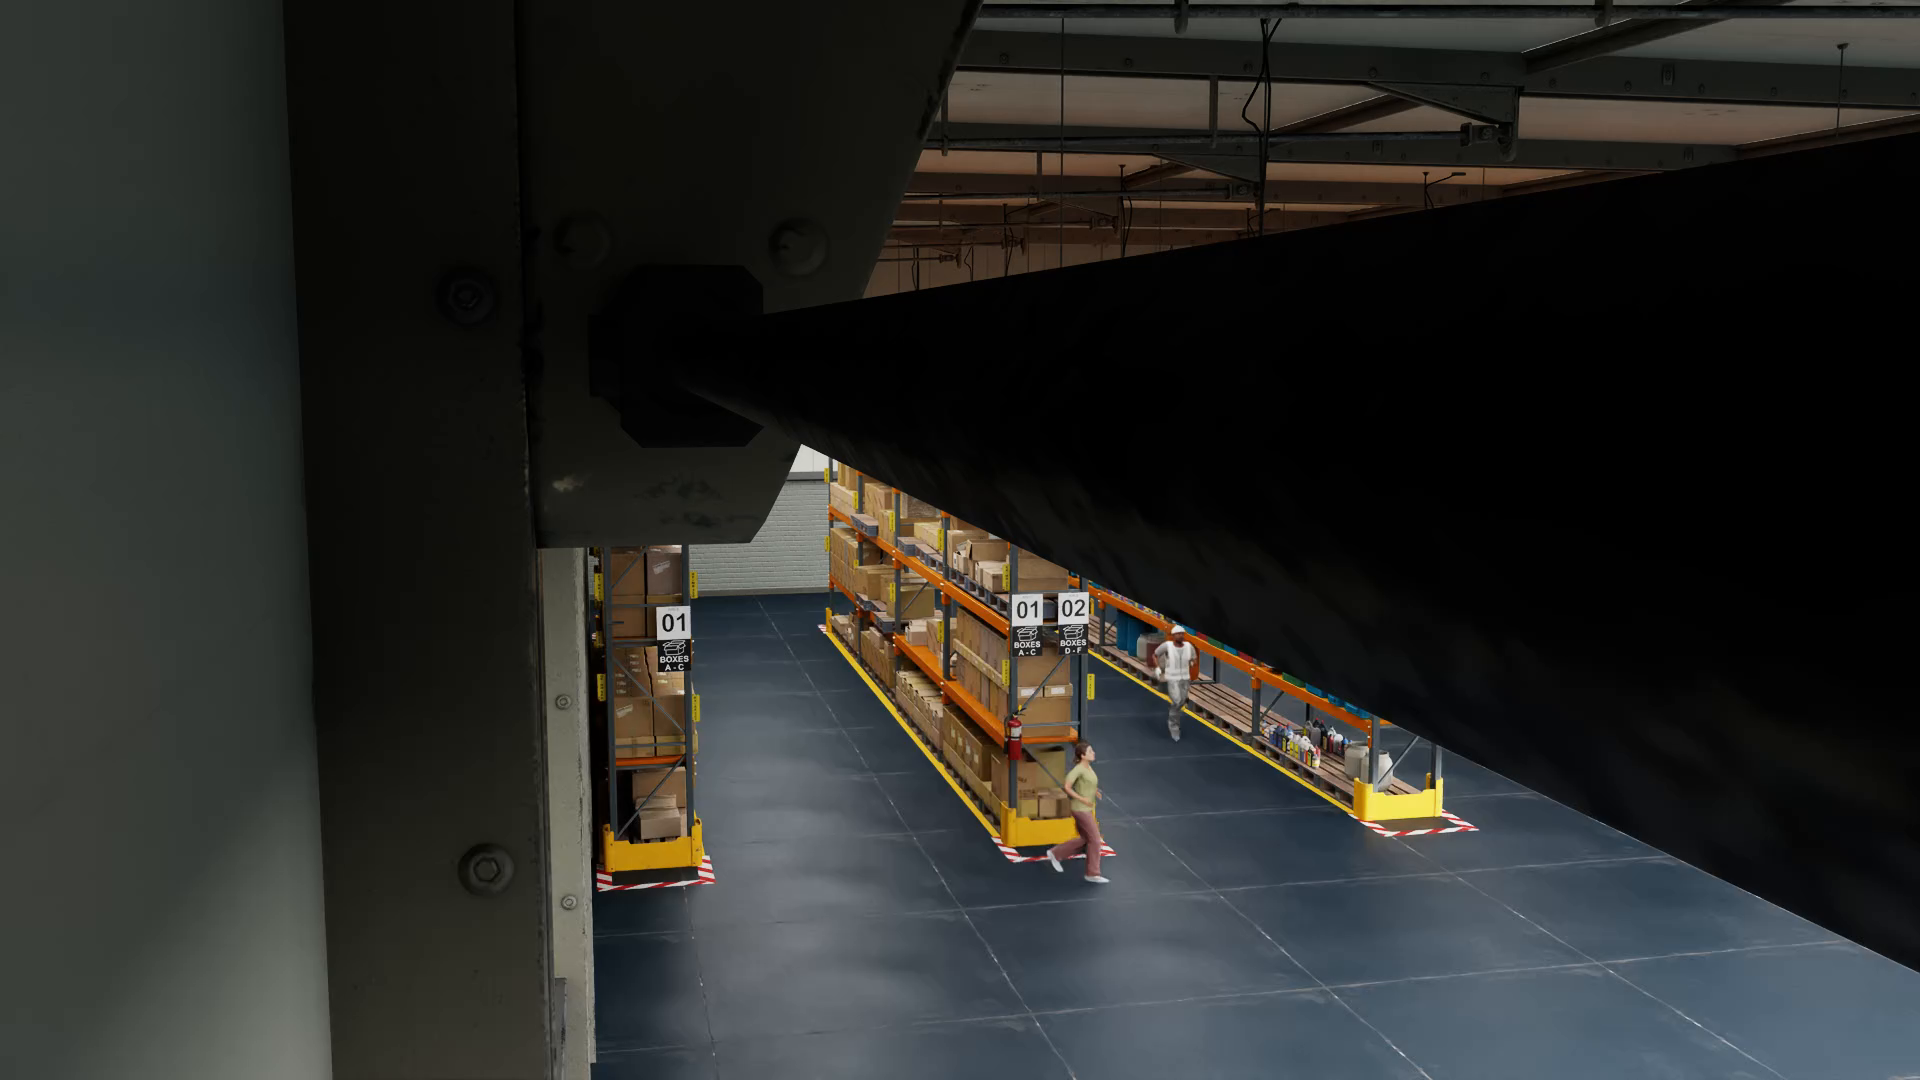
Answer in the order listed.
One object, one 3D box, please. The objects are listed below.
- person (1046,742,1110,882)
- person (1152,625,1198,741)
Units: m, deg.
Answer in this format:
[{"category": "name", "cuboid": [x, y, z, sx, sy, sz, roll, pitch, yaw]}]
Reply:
[{"category": "person", "cuboid": [1.419, 3.209, 19.716, 0.781, 1.660, 0.598, 2, 7, 18]}, {"category": "person", "cuboid": [3.493, 2.278, 26.727, 0.657, 1.841, 0.770, -2, 7, -20]}]
